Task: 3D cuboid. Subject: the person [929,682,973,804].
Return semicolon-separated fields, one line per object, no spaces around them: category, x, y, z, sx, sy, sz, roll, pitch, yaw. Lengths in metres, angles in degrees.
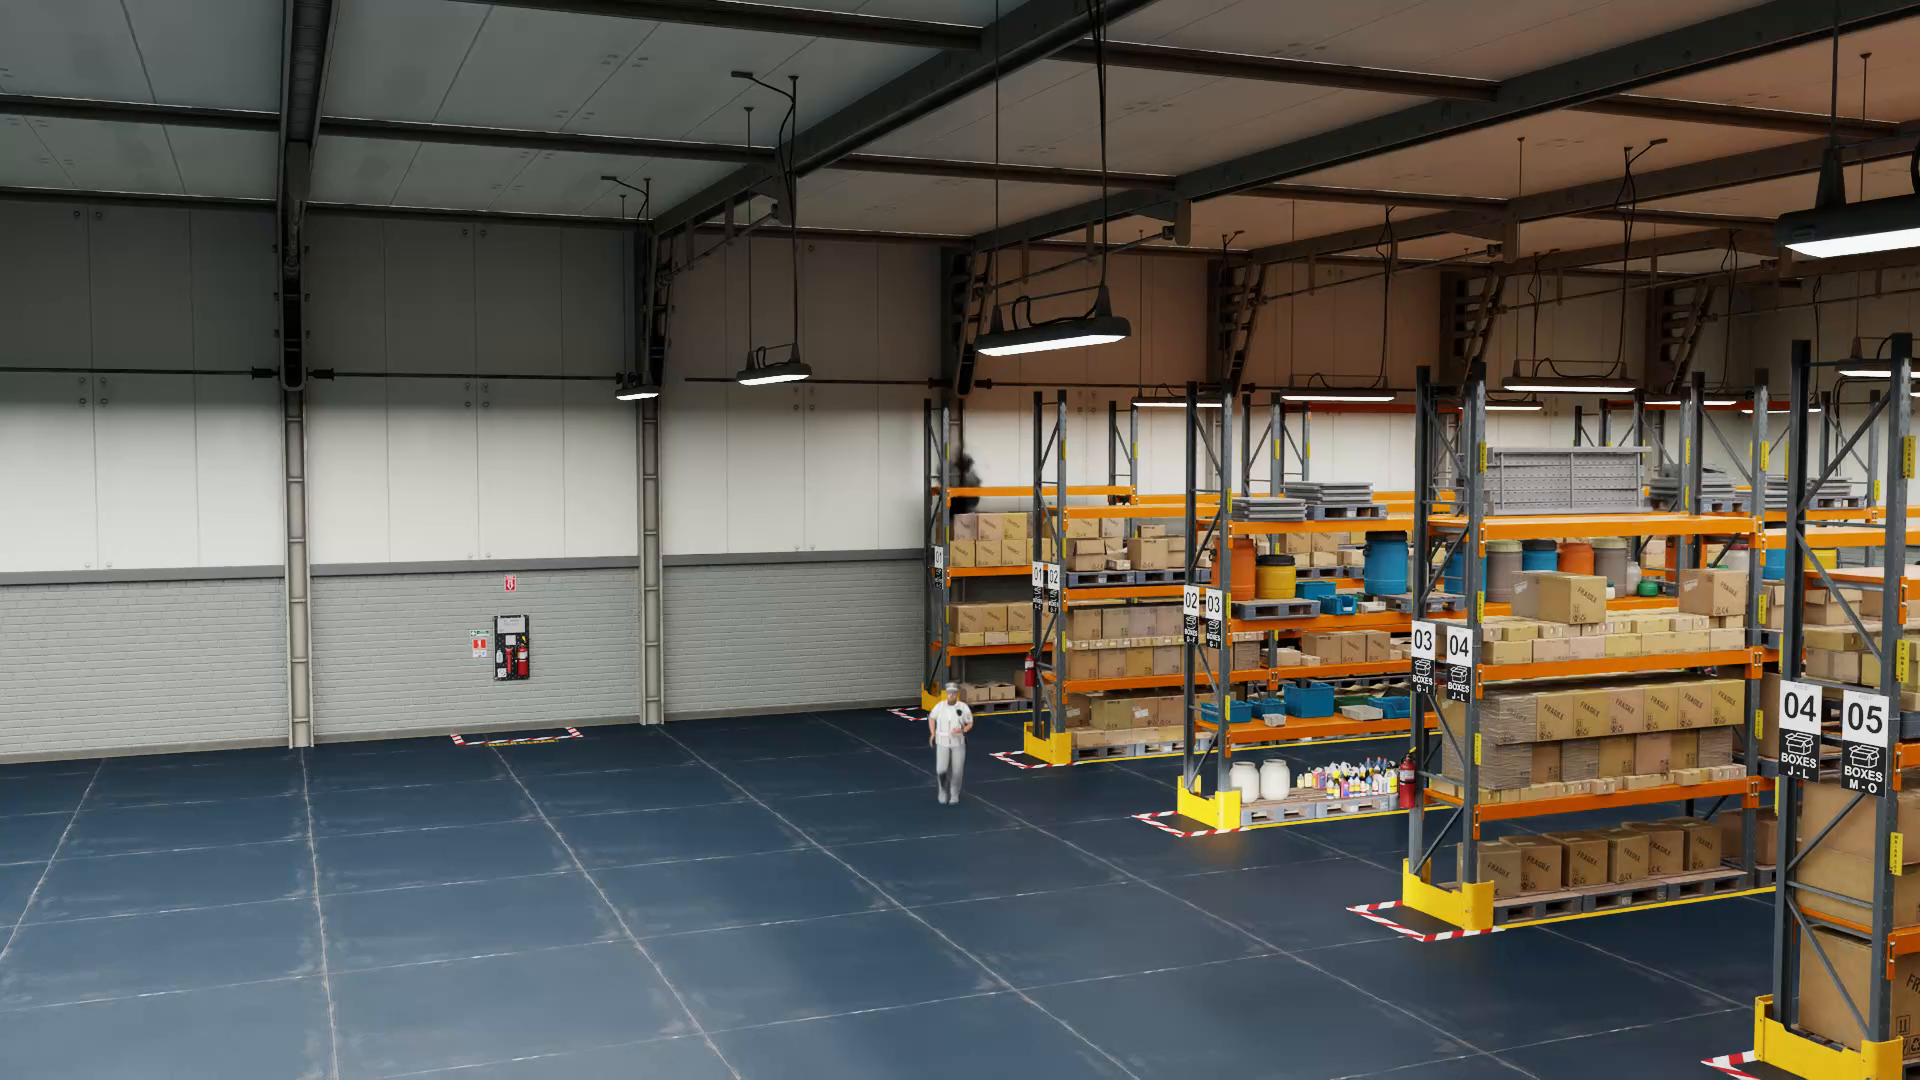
person;-0.139;2.892;23.588;0.640;1.754;0.659;0;3;3
